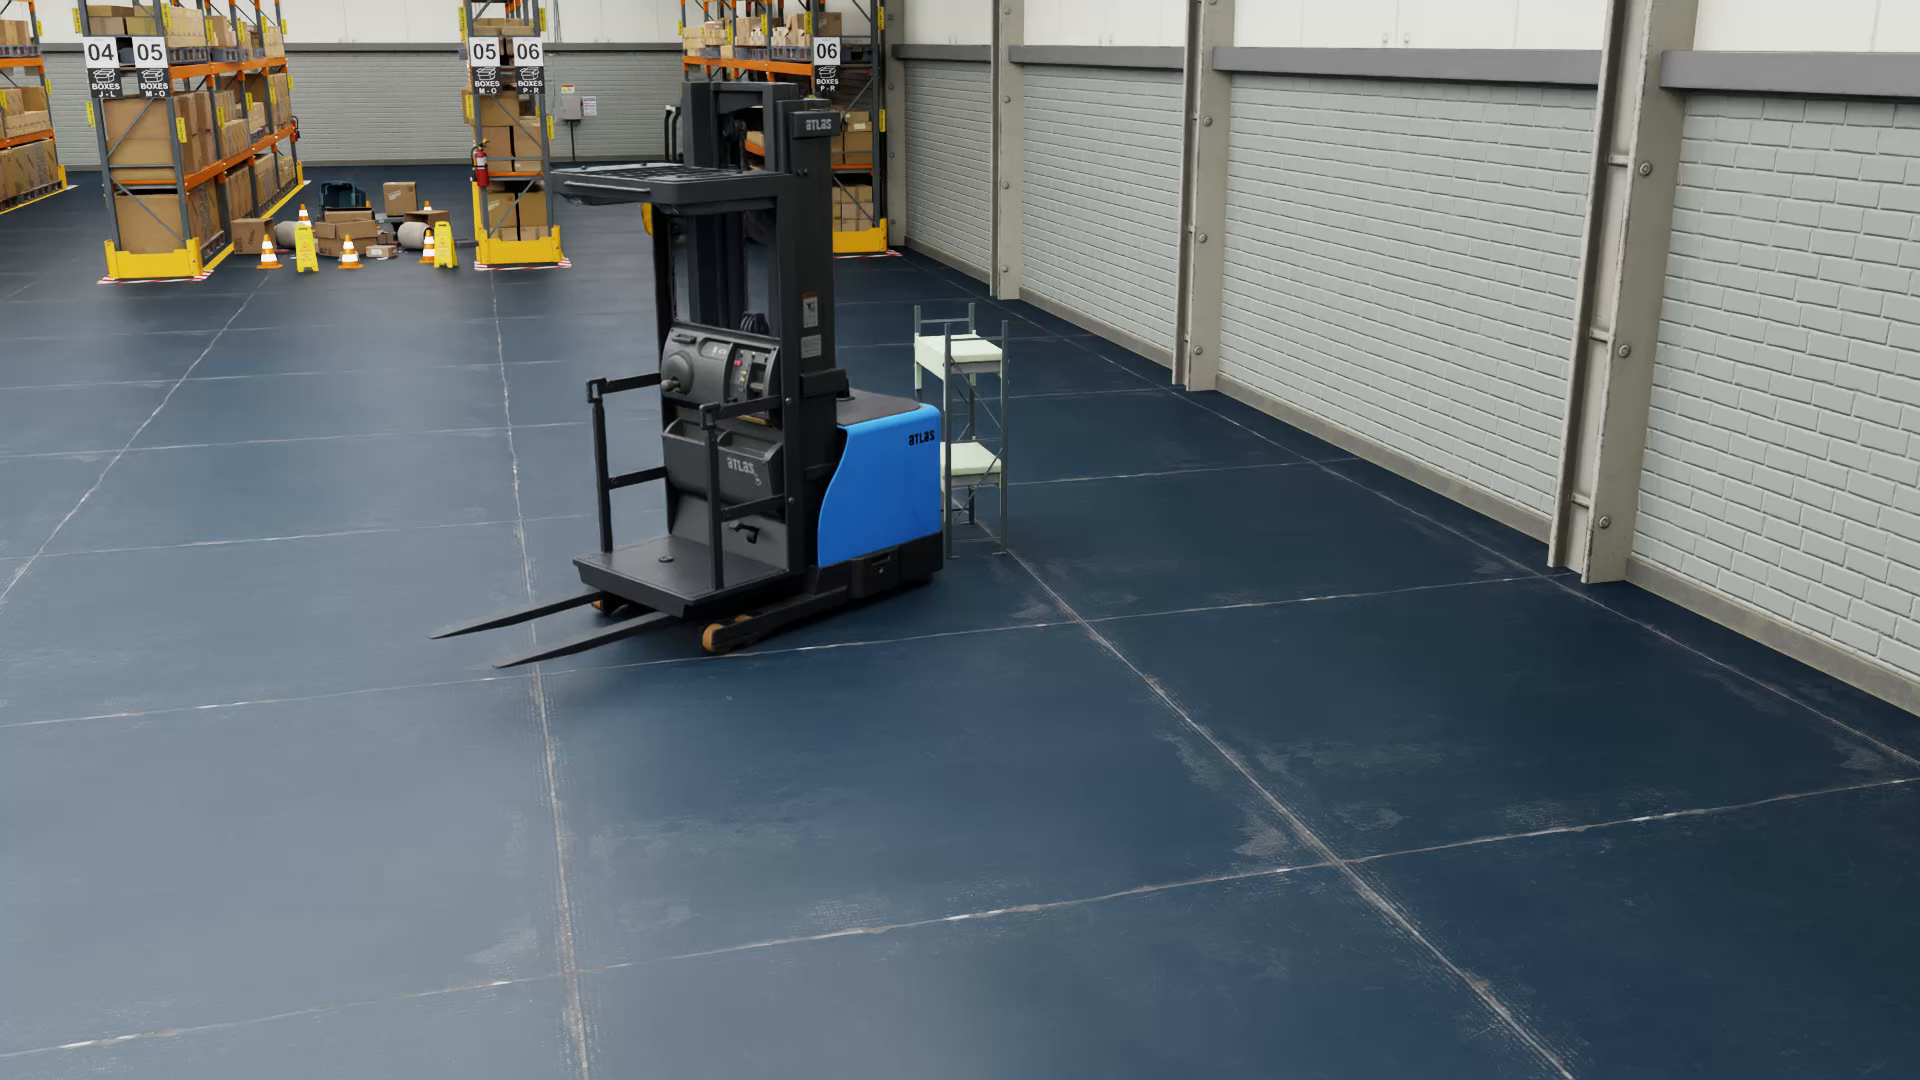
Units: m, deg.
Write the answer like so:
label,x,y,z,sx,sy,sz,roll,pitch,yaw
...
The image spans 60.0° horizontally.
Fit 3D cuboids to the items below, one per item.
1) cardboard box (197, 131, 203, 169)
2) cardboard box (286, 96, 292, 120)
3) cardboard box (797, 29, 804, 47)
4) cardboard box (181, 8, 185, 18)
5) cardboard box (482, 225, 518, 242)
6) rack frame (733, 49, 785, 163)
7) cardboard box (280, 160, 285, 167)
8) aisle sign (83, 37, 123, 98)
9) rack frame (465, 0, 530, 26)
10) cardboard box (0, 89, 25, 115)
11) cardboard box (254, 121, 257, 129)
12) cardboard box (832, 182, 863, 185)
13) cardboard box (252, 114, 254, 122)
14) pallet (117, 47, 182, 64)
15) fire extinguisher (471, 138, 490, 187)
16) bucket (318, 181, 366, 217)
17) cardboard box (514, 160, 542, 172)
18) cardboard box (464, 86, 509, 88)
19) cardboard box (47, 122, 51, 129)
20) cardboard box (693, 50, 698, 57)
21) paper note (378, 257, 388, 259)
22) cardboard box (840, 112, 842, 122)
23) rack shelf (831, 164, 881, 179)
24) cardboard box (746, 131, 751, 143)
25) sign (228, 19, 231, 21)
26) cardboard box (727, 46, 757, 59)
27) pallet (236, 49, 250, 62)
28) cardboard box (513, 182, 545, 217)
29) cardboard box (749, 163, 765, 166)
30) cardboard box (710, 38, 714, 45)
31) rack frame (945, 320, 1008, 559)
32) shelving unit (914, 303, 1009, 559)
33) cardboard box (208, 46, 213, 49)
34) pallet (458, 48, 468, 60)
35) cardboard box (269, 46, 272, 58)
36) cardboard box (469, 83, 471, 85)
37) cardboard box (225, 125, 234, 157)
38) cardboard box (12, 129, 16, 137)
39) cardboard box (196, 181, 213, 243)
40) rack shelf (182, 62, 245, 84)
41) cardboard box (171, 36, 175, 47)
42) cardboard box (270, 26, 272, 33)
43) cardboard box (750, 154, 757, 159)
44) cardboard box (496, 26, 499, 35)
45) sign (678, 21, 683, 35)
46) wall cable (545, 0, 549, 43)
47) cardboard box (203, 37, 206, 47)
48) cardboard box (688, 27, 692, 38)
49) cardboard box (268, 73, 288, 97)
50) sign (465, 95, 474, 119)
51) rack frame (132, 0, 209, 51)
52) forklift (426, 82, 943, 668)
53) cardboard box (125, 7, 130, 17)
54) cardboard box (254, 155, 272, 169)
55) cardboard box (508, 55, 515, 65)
label,x,y,z,sx,sy,sz,roll,pitch,yaw
cardboard box,-11.776,-5.771,24.689,0.875,0.550,0.500,-5,17,-15
cardboard box,-15.266,-9.654,37.185,0.500,0.500,0.500,-4,17,-14
cardboard box,-2.326,-7.851,25.990,0.396,0.266,0.258,-5,17,-15
cardboard box,-11.445,-7.629,24.067,0.380,0.149,0.250,-4,17,-14
cardboard box,-6.996,-4.654,25.281,0.500,0.250,0.500,-5,17,-16
rack frame,-3.936,-8.167,32.927,1.000,3.000,0.127,-5,17,-15
cardboard box,-14.838,-8.127,35.986,0.380,0.149,0.250,-5,17,-15
aisle sign,-11.509,-6.343,22.336,0.394,0.787,0.004,-5,17,-15
rack frame,-7.608,-9.540,27.071,1.000,3.000,0.127,-5,17,-15
cardboard box,-19.496,-8.959,34.005,0.500,0.500,0.500,-5,18,-17
cardboard box,-13.804,-8.014,32.122,0.380,0.149,0.250,-5,18,-17
cardboard box,-1.828,-5.603,26.703,0.500,0.250,0.500,-5,17,-15
cardboard box,-13.734,-8.083,31.837,0.380,0.149,0.250,-5,17,-16
pallet,-11.454,-6.740,23.116,1.003,0.211,1.213,-5,17,-15
fire extinguisher,-6.920,-5.456,24.035,0.296,0.674,0.183,-5,17,-15
bucket,-10.085,-5.553,27.271,0.726,0.611,0.620,1,7,4
cardboard box,-6.403,-5.551,24.654,0.380,0.149,0.250,-5,17,-15
cardboard box,-7.464,-6.913,26.325,0.700,0.500,0.500,-5,17,-16
cardboard box,-20.020,-9.010,36.170,0.380,0.149,0.250,-4,17,-14
cardboard box,-5.869,-11.089,37.878,0.380,0.149,0.250,-4,17,-14
paper note,-8.682,-4.243,25.024,0.148,0.019,0.142,-12,20,-34
cardboard box,-2.038,-6.538,25.684,0.380,0.149,0.250,-5,17,-15
rack shelf,-2.287,-6.163,27.505,1.077,0.370,4.000,-5,17,-15
cardboard box,-3.767,-7.672,31.539,0.500,0.250,0.500,-5,18,-17
sign,-16.159,-11.379,36.888,0.100,0.325,0.005,-5,17,-15
cardboard box,-4.310,-9.655,32.926,0.500,0.250,0.500,-5,18,-17
pallet,-13.211,-8.527,29.238,1.213,0.211,1.003,-4,17,-13
cardboard box,-6.904,-5.487,26.749,0.500,0.500,0.500,-4,17,-12
cardboard box,-3.777,-7.057,32.630,0.875,0.625,0.625,-4,17,-13
cardboard box,-4.991,-10.371,34.584,0.380,0.149,0.250,-4,17,-14
rack frame,0.102,-0.615,10.393,0.400,1.500,0.023,-5,17,-15
shelving unit,0.002,-0.716,10.730,0.431,1.500,0.755,-5,17,-15
cardboard box,-13.840,-8.977,30.234,0.500,0.500,0.500,-5,17,-15
pallet,-8.935,-9.294,31.792,1.213,0.211,1.003,-4,17,-13
cardboard box,-14.558,-10.112,34.449,0.500,0.250,0.500,-5,17,-16
cardboard box,-9.962,-9.262,34.661,0.500,0.500,0.500,-4,17,-15
cardboard box,-12.365,-6.602,27.543,0.500,0.500,0.500,-5,17,-15
cardboard box,-19.168,-8.157,33.330,0.380,0.149,0.250,-5,18,-17
cardboard box,-11.983,-5.003,25.356,0.875,0.875,0.875,-5,17,-15
rack shelf,-12.889,-7.893,28.051,1.077,0.370,4.000,-5,17,-15
cardboard box,-11.097,-6.897,23.019,0.380,0.149,0.250,-5,17,-15
cardboard box,-14.862,-10.866,35.397,0.380,0.149,0.250,-5,17,-17
cardboard box,-4.186,-8.004,34.872,0.380,0.149,0.250,-5,17,-15
cardboard box,-6.919,-7.404,24.221,0.380,0.149,0.250,-4,17,-14
sign,-6.656,-12.192,39.593,0.100,0.325,0.005,-5,17,-15
wall cable,-12.016,-14.469,43.480,2.355,3.000,0.029,-5,17,-15
cardboard box,-11.932,-7.738,25.816,0.380,0.149,0.250,-5,17,-15
cardboard box,-5.981,-11.704,38.362,0.500,0.250,0.500,-5,17,-16
cardboard box,-15.272,-10.129,37.031,0.500,0.500,0.500,-5,17,-16
sign,-7.048,-6.228,23.911,0.100,0.325,0.005,-5,17,-15
rack frame,-12.339,-9.121,25.675,1.000,3.000,0.127,-5,17,-15
forklift,-1.471,-0.954,9.032,1.130,2.935,3.031,15,22,41
cardboard box,-11.937,-7.436,23.425,0.380,0.149,0.250,-5,17,-15
cardboard box,-13.962,-7.495,33.000,0.500,0.250,0.500,-4,17,-13
cardboard box,-6.446,-7.060,24.464,0.380,0.149,0.250,-5,18,-17
